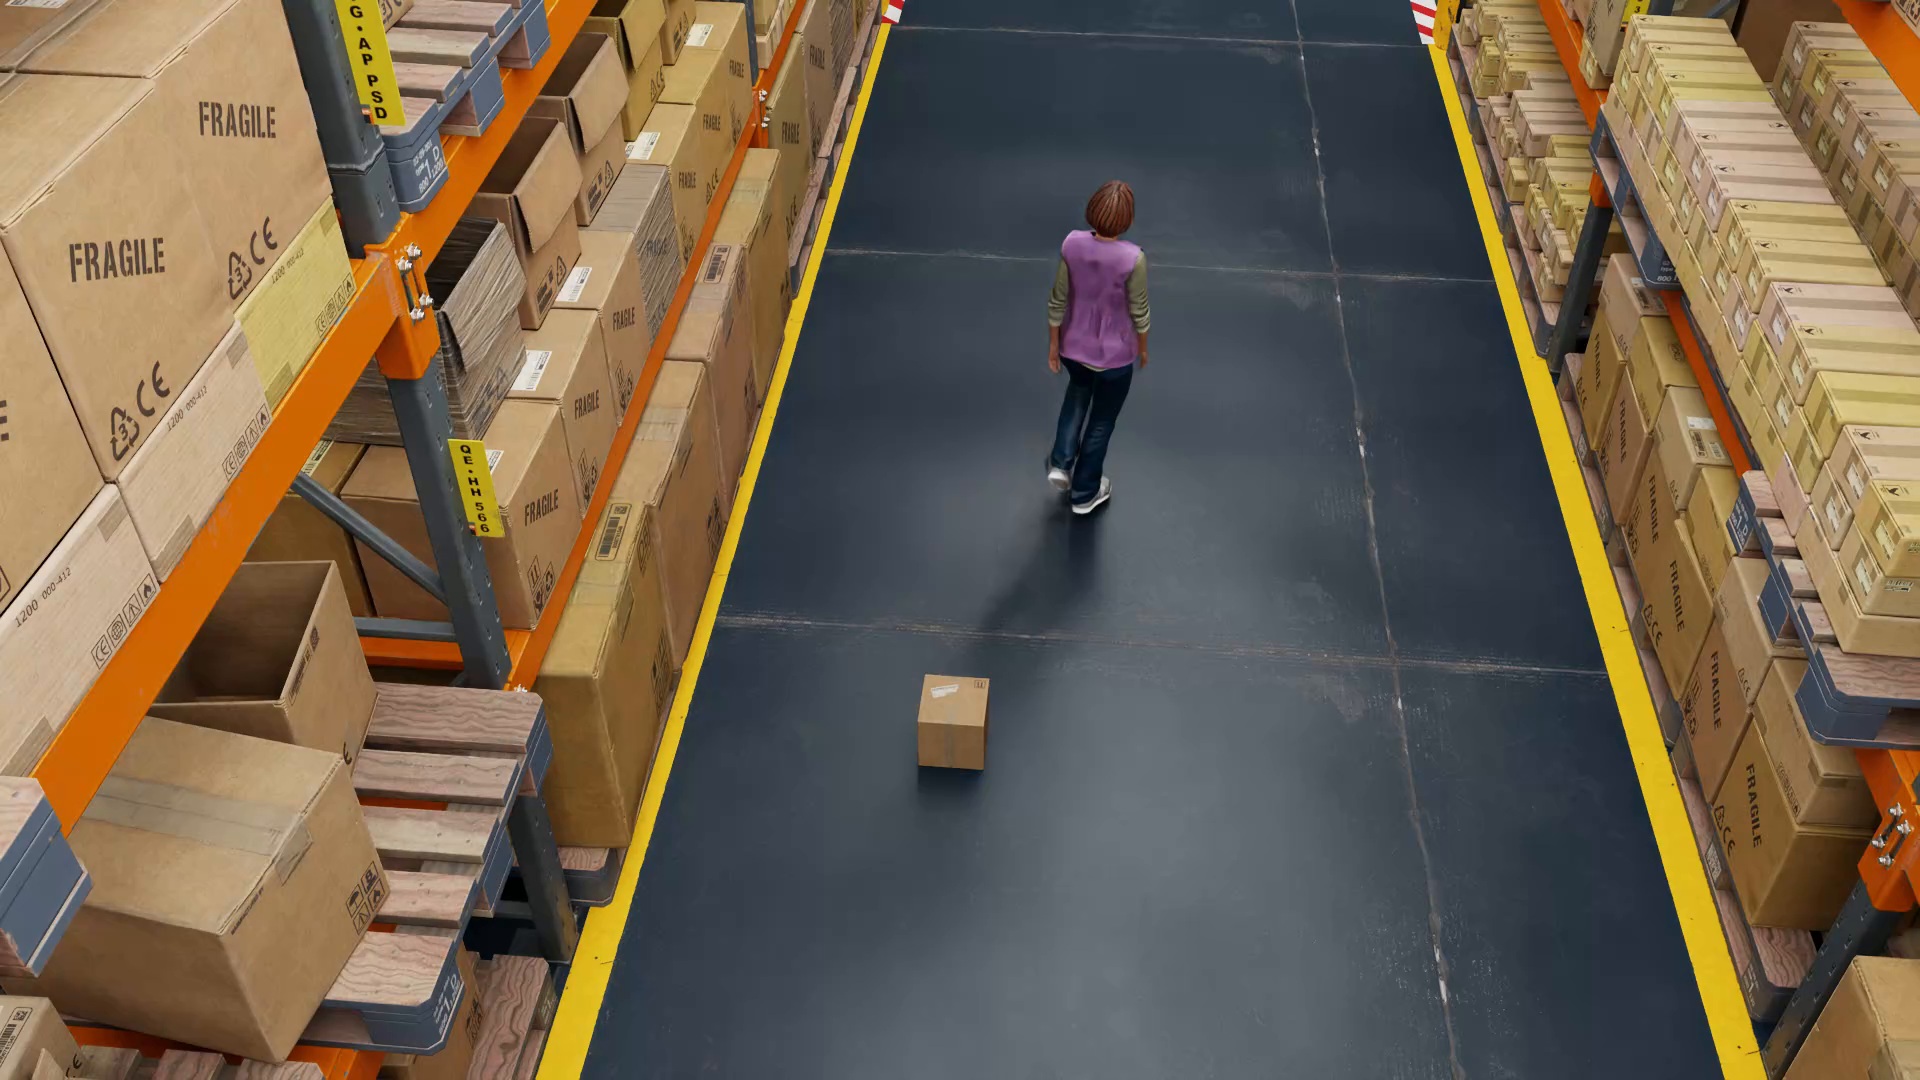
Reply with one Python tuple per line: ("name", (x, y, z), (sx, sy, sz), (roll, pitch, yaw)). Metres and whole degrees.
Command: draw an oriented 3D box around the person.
("person", (0.592, -0.811, 7.073), (0.422, 1.598, 0.399), (20, 45, 22))
